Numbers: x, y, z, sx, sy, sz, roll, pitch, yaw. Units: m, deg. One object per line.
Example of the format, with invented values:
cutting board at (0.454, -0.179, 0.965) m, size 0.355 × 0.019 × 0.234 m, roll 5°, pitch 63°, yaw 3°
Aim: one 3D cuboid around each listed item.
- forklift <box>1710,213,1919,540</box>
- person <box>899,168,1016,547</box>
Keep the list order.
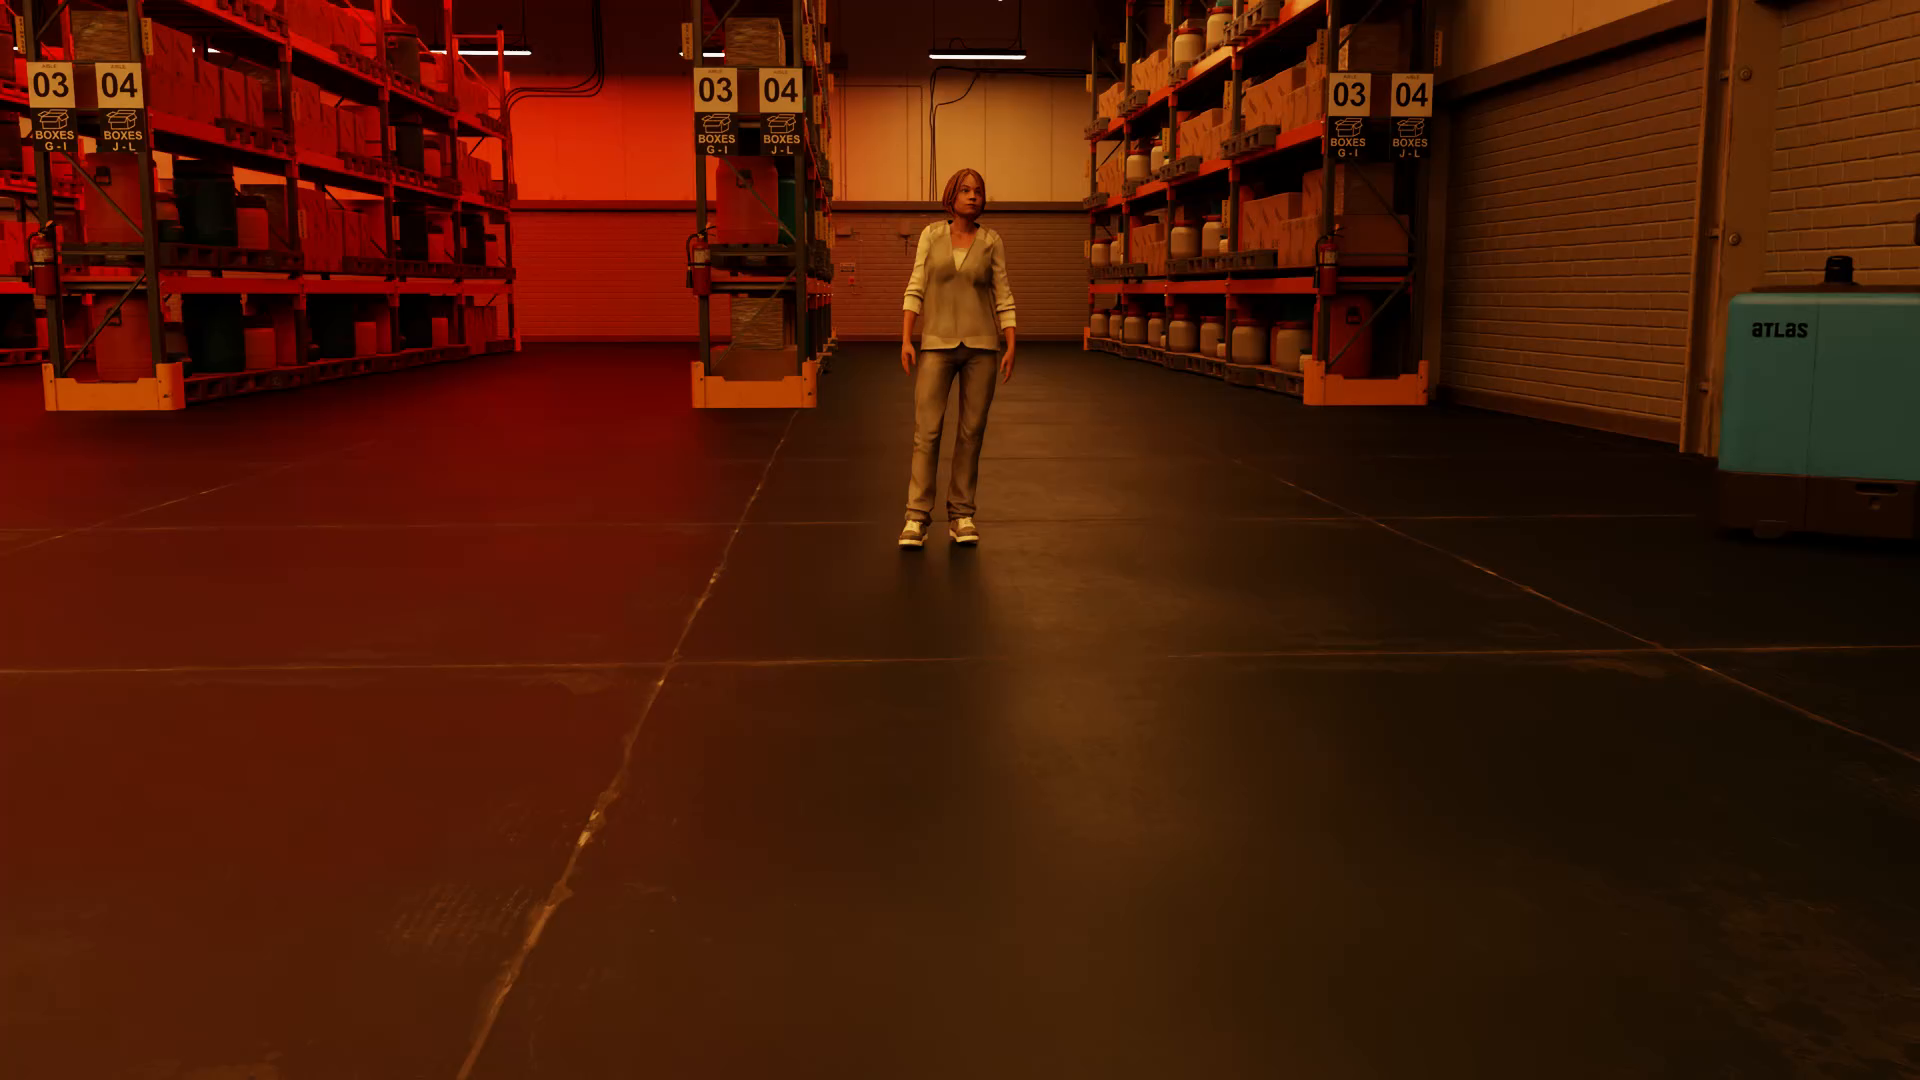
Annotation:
forklift at (4.818, -1.390, 6.695) m, size 3.031 × 2.935 × 1.130 m, roll 5°, pitch 10°, yaw 31°
person at (-0.010, -0.741, 7.125) m, size 0.520 × 1.504 × 0.475 m, roll -1°, pitch 8°, yaw -4°
